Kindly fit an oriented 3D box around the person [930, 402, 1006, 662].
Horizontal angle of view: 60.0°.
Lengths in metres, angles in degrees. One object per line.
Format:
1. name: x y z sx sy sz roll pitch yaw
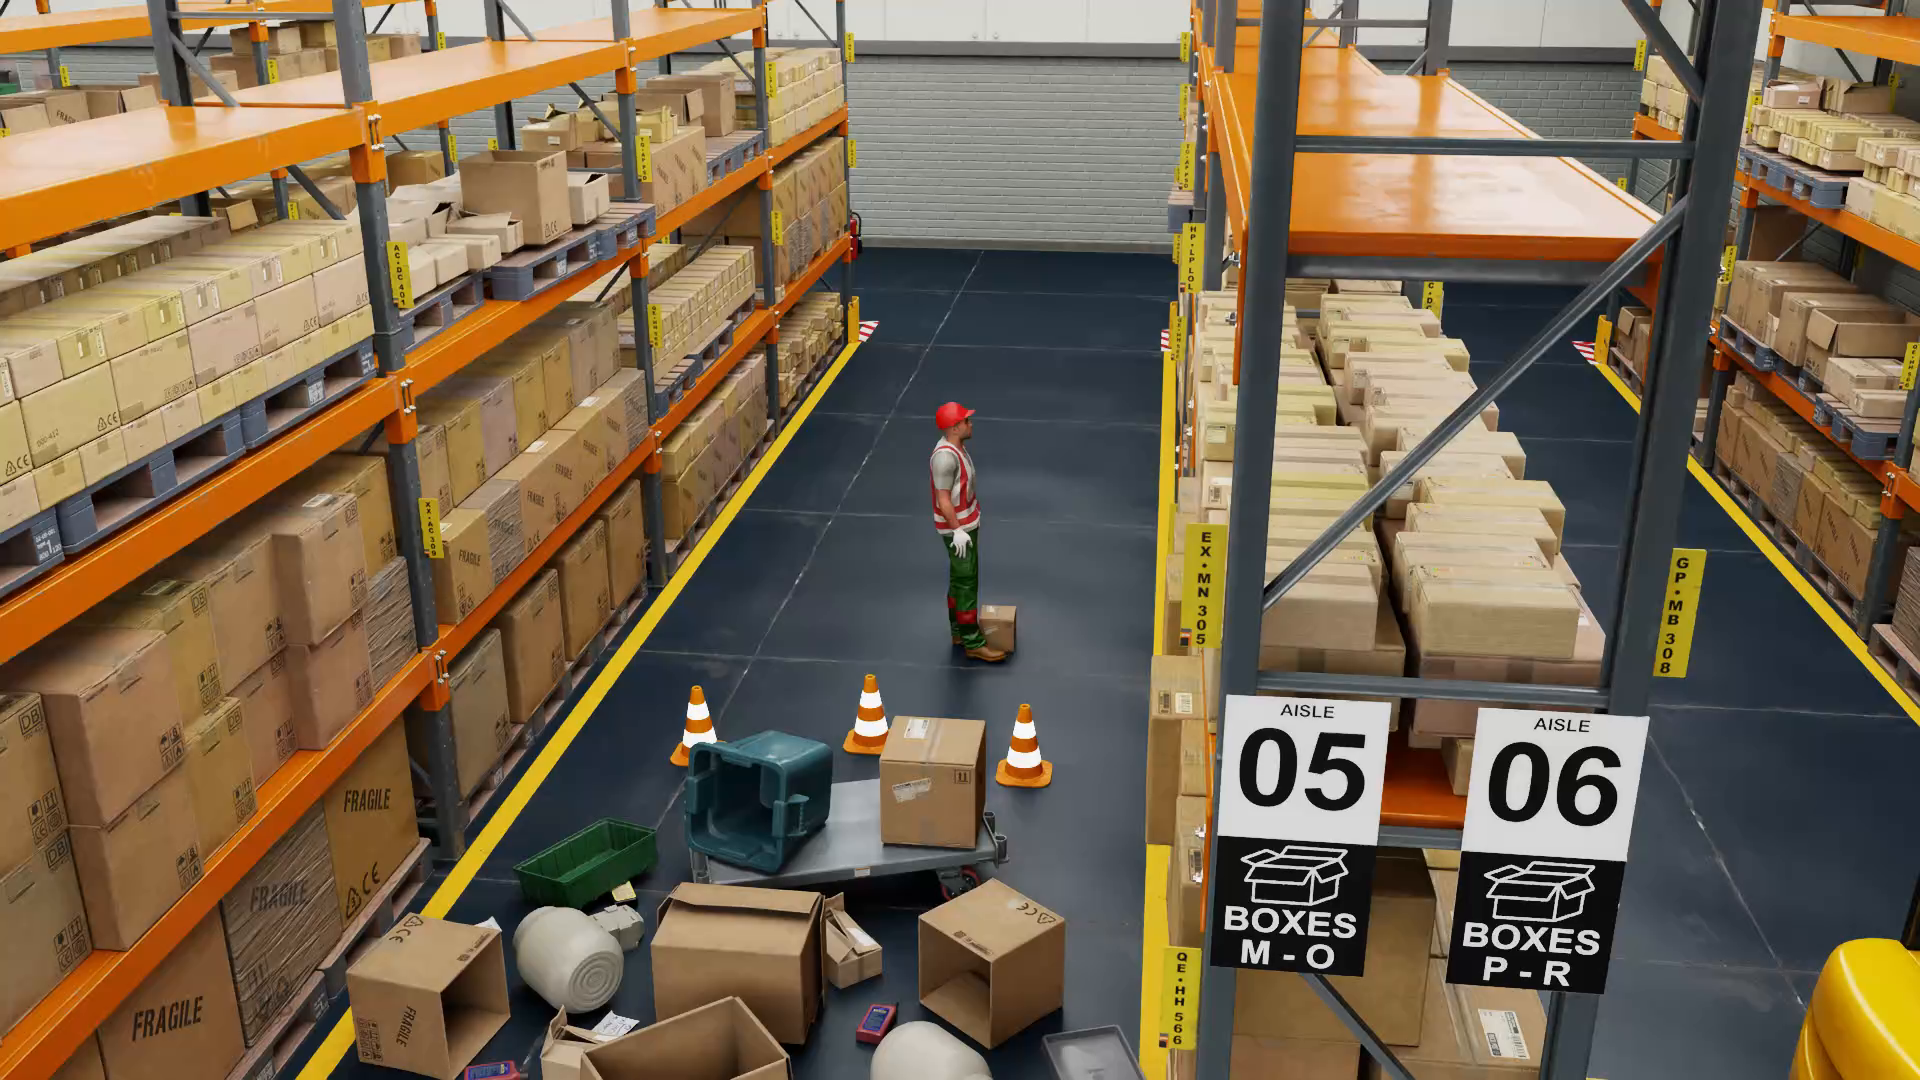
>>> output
1. person: 0.077 -0.085 11.679 0.562 1.789 0.638 2 21 6
